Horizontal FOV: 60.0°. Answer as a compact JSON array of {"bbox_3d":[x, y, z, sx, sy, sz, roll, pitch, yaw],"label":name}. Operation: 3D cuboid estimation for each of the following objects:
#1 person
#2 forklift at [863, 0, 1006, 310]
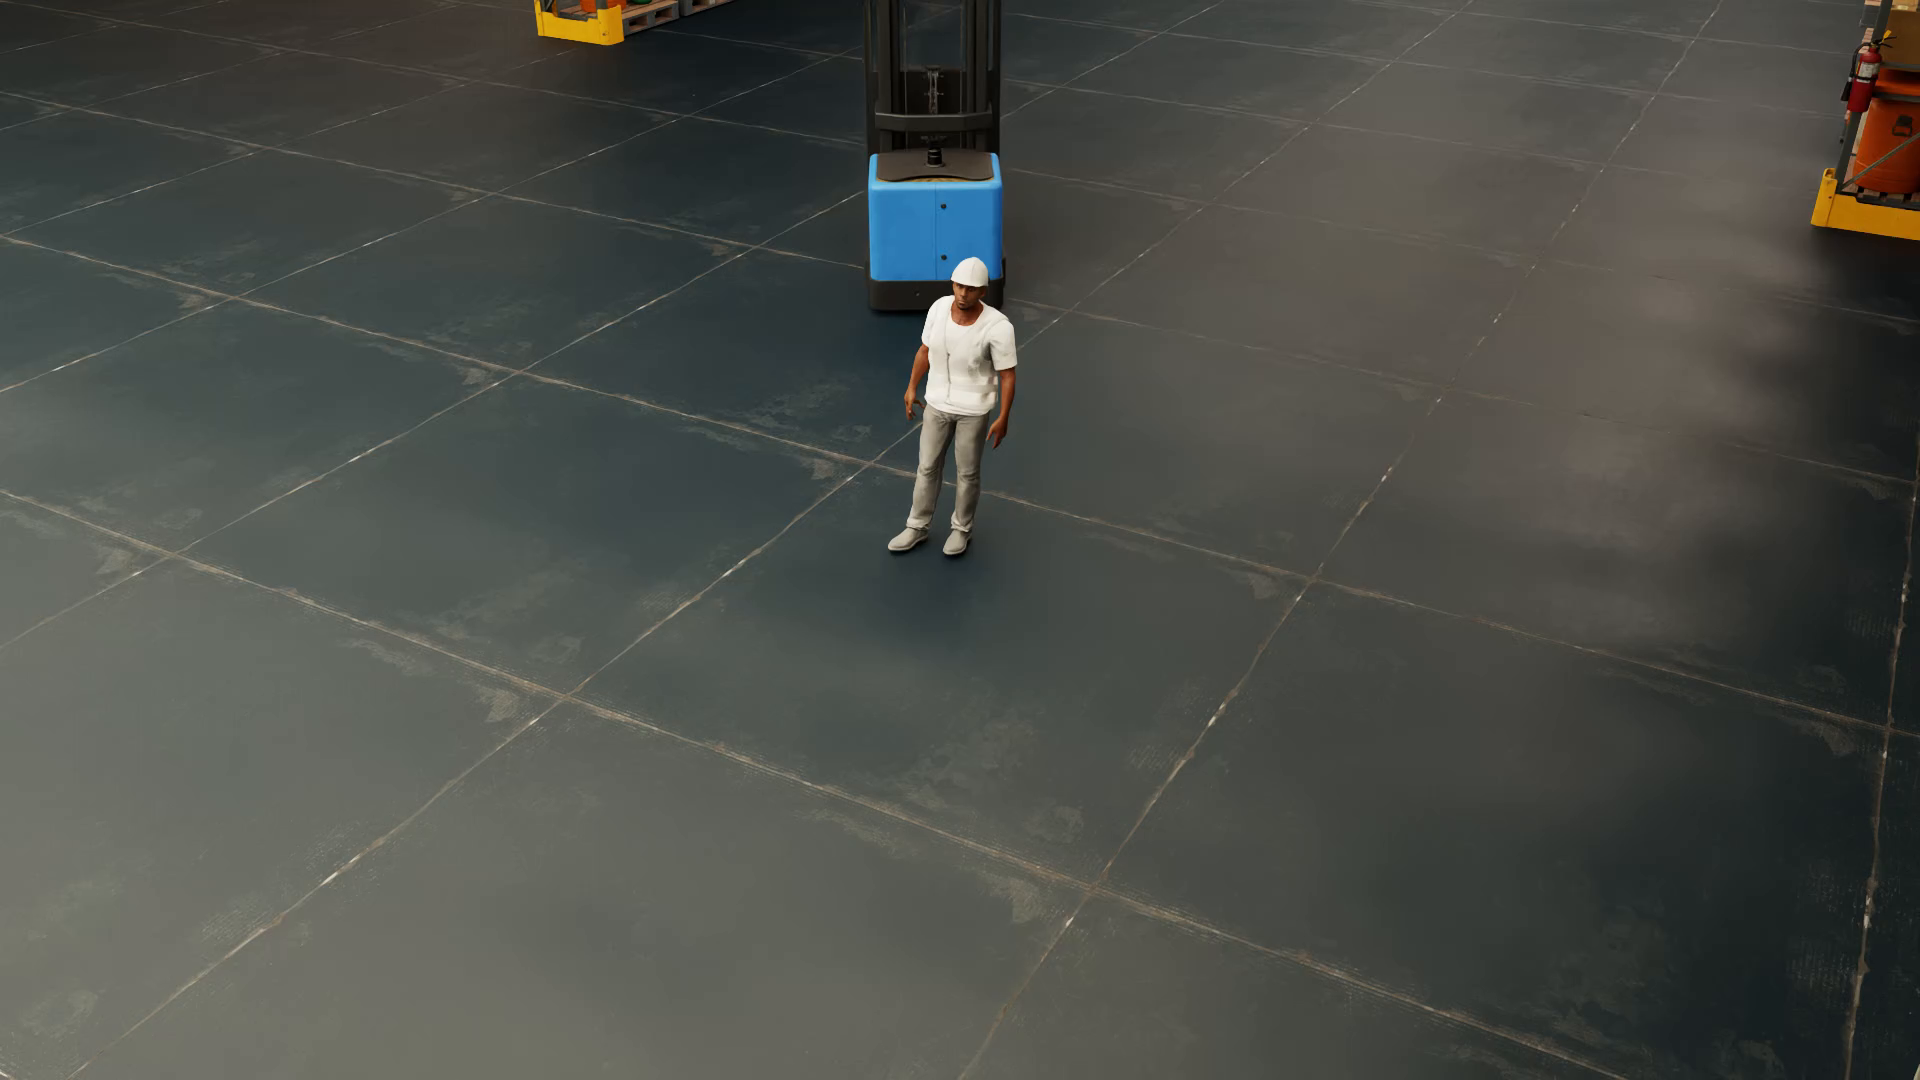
[{"bbox_3d":[-0.039,-0.743,9.508,0.665,1.765,0.577,15,33,25],"label":"person"},{"bbox_3d":[-0.227,-3.759,13.584,1.130,2.935,3.031,-1,30,-1],"label":"forklift"}]
